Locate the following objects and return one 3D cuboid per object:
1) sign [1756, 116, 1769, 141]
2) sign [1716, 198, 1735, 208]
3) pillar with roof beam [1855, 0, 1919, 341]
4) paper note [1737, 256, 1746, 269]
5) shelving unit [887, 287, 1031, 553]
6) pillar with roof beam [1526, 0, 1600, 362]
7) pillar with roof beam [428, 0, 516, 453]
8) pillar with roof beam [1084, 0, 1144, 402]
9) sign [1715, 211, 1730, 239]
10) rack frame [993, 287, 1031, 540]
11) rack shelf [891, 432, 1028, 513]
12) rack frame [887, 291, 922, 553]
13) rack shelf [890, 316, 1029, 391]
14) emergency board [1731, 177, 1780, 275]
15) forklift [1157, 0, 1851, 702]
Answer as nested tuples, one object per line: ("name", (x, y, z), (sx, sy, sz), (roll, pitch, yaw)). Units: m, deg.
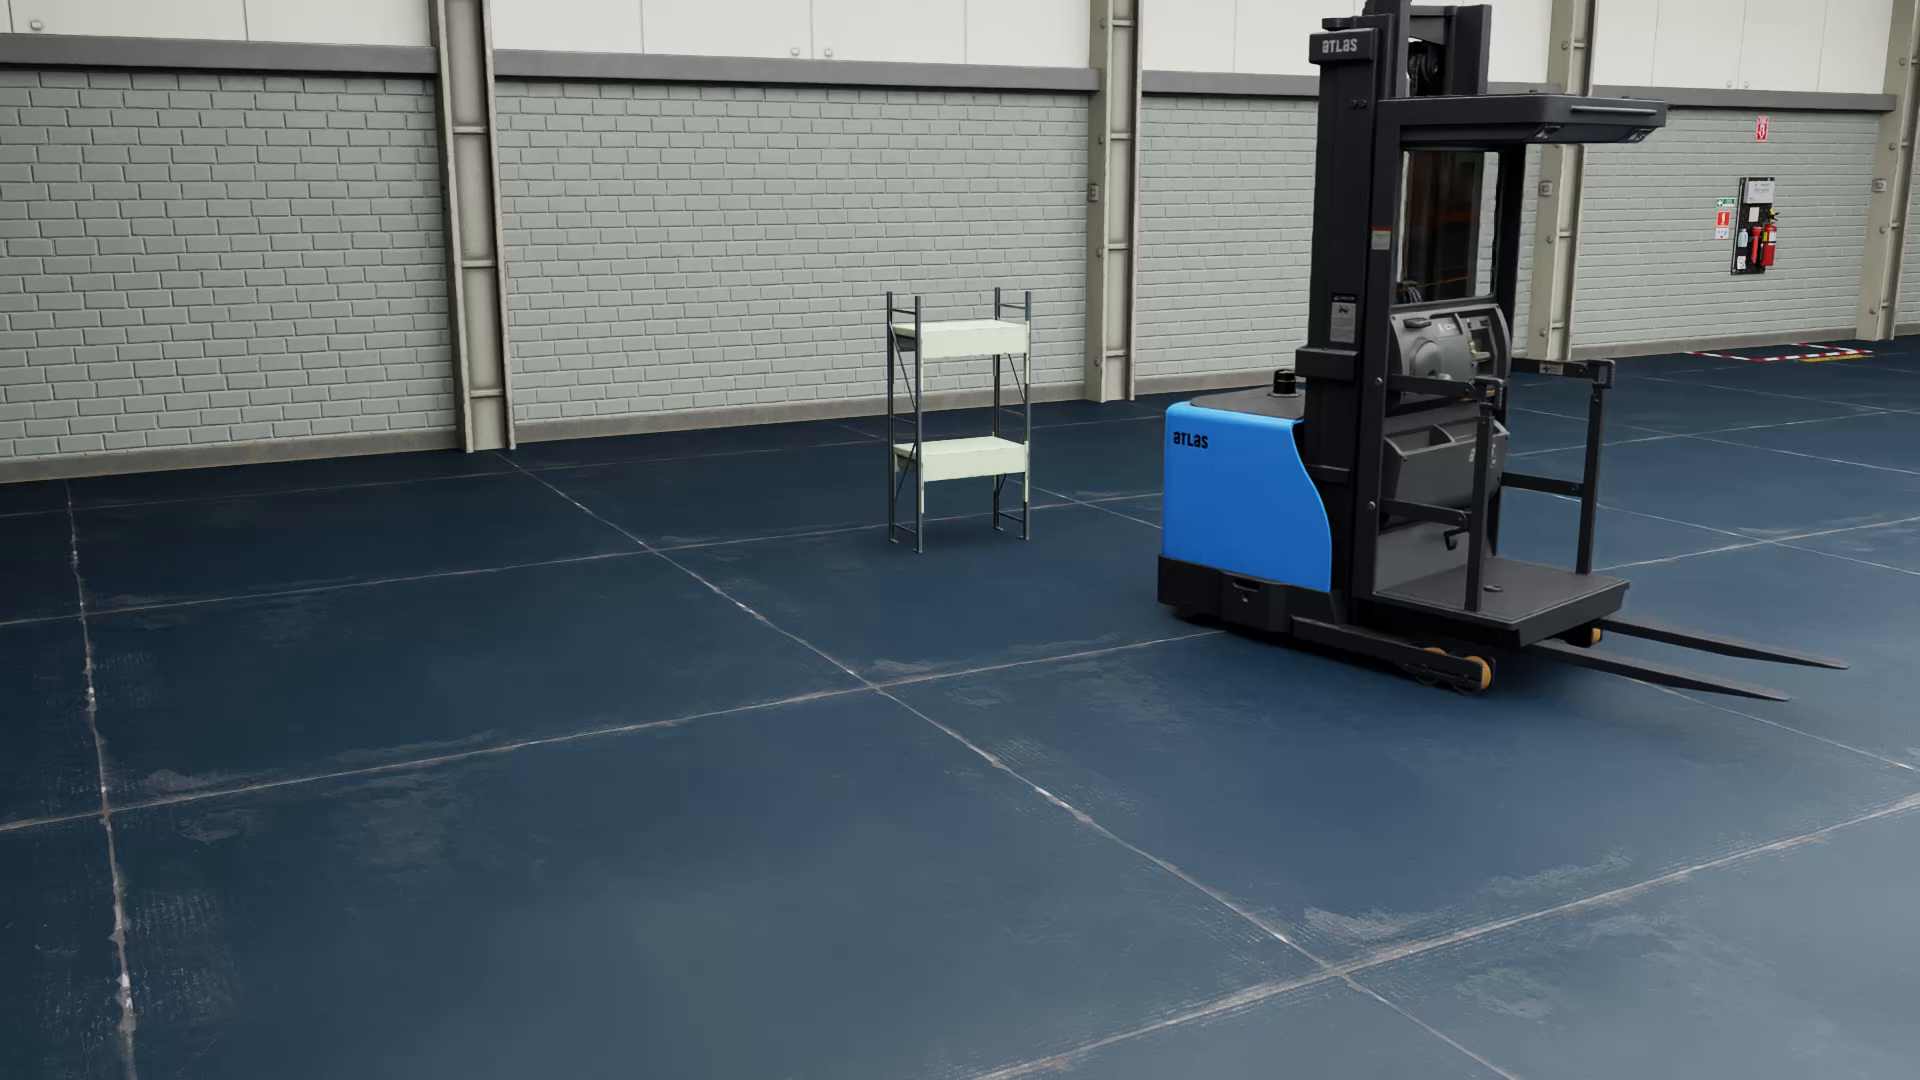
("sign", (9.744, -4.996, 20.196), (0.199, 0.298, 0.001), (-7, 14, -28))
("sign", (9.272, -4.083, 20.131), (0.331, 0.109, 0.001), (-7, 14, -28))
("pillar with roof beam", (14.049, -6.196, 17.146), (0.400, 9.000, 9.100), (-7, 14, -28))
("paper note", (9.610, -3.411, 20.442), (0.142, 0.148, 0.016), (-7, 14, -28))
("shelving unit", (-0.006, -0.731, 9.941), (0.755, 1.500, 0.431), (-7, 14, -28))
("pillar with roof beam", (8.783, -5.565, 14.341), (0.400, 9.000, 9.100), (-7, 14, -28))
("pillar with roof beam", (-1.750, -4.303, 8.732), (0.400, 9.000, 9.100), (-7, 14, -28))
("pillar with roof beam", (3.516, -4.934, 11.537), (0.400, 9.000, 9.100), (-7, 14, -28))
("sign", (9.264, -3.826, 20.194), (0.234, 0.329, 0.001), (-7, 14, -28))
("rack frame", (0.315, -0.769, 10.112), (0.023, 1.500, 0.400), (-7, 14, -28))
("rack shelf", (-0.006, -0.413, 10.013), (0.720, 0.370, 0.431), (-7, 14, -28))
("rack frame", (-0.327, -0.692, 9.770), (0.023, 1.500, 0.400), (-7, 14, -28))
("rack shelf", (-0.006, -1.112, 9.856), (0.720, 0.370, 0.431), (-7, 14, -28))
("emergency board", (9.799, -3.846, 20.369), (0.643, 1.169, 0.194), (-7, 14, -28))
("forklift", (2.373, -0.891, 7.393), (1.130, 2.935, 3.031), (-12, 17, -42))
